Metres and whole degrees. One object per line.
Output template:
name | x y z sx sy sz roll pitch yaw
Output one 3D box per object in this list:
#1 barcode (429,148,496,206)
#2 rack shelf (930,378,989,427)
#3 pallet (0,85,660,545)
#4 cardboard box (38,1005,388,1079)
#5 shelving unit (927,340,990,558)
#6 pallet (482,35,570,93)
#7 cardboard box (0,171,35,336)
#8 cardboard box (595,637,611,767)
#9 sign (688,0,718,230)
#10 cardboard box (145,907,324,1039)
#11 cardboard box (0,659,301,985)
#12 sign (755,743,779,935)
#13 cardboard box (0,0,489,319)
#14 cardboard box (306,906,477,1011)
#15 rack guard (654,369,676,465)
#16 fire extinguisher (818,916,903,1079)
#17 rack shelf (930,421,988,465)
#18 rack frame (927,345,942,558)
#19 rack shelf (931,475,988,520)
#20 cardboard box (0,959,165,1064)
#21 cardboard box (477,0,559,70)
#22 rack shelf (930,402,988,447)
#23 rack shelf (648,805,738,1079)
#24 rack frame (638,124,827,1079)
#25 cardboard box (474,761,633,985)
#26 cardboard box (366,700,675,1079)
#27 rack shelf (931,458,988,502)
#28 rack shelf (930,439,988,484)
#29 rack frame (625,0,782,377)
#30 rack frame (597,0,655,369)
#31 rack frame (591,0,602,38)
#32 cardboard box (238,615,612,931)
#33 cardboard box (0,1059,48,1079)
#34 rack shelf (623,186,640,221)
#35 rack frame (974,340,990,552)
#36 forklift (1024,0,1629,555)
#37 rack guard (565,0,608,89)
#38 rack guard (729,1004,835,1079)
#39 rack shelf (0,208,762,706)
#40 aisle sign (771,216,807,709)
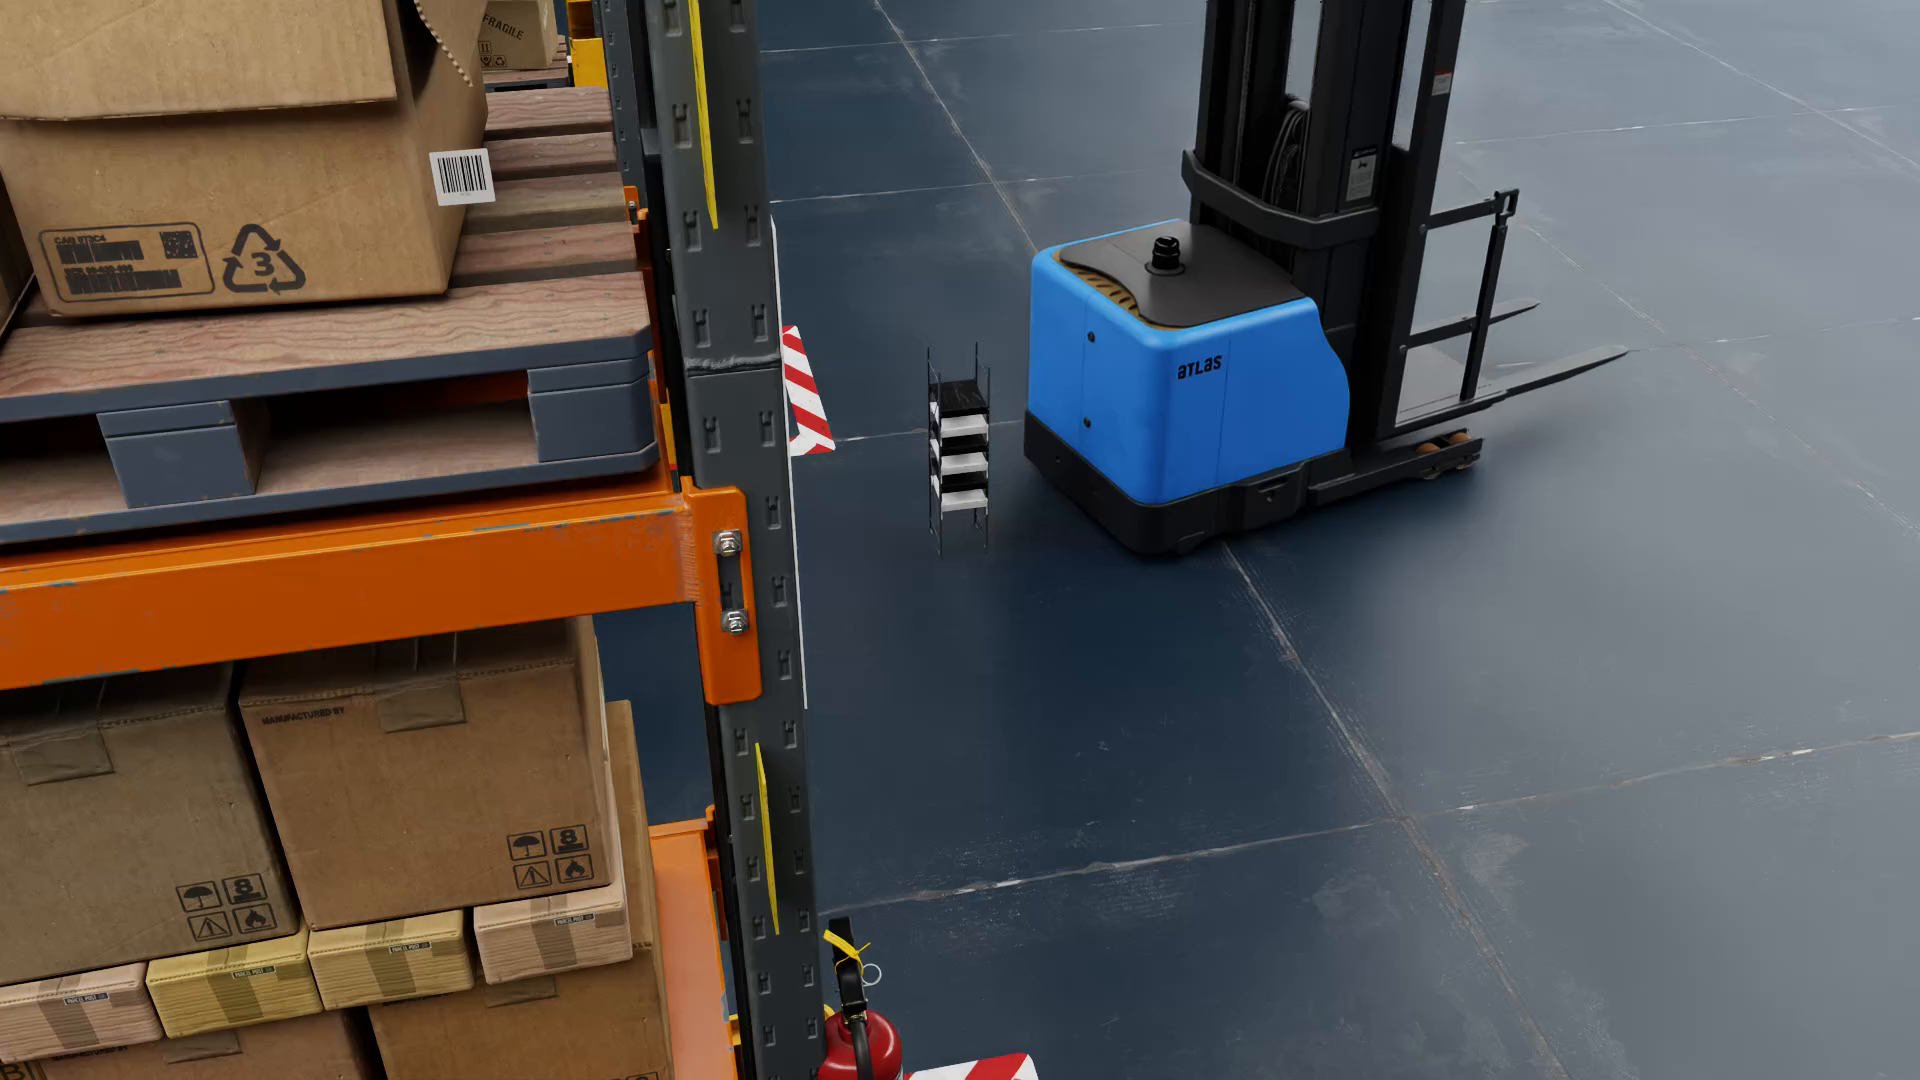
barcode | -0.596 -0.435 1.993 0.075 0.075 0.001 -7 35 -11
rack shelf | -0.008 -0.569 6.866 0.200 0.077 0.258 -7 35 -11
pallet | -1.104 -0.383 2.517 1.213 0.211 1.003 -7 35 -11
cardboard box | -1.378 0.829 3.234 0.500 0.500 0.700 -6 34 -9
shelving unit | -0.008 -0.373 6.998 0.210 0.900 0.258 -7 35 -11
pallet | -3.464 -3.384 12.103 1.213 0.211 1.003 -7 35 -11
cardboard box | -1.473 -0.378 2.062 0.500 0.250 0.500 -7 35 -11
cardboard box | -0.838 0.373 3.331 0.250 0.149 0.380 -7 35 -11
sign | -0.302 -0.531 1.934 0.005 0.325 0.100 -7 35 -11
cardboard box | -1.243 0.657 2.908 0.250 0.149 0.380 -8 35 -11
cardboard box | -1.430 0.297 2.862 0.500 0.500 0.700 -8 35 -12
sign | -0.302 0.470 2.606 0.005 0.325 0.100 -7 35 -11
cardboard box | -0.970 -0.700 2.314 0.637 0.503 0.797 -5 34 -7
cardboard box | -0.994 0.625 2.955 0.250 0.149 0.380 -6 34 -9
rack guard | -1.561 -0.867 8.094 0.348 0.500 1.175 -7 35 -11
fire extinguisher | -0.190 1.023 3.104 0.183 0.674 0.296 -7 35 -11
rack shelf | -0.008 -0.420 6.966 0.200 0.077 0.258 -7 35 -11
rack frame | -0.107 -0.360 6.979 0.006 0.900 0.240 -7 35 -11
rack shelf | -0.008 -0.196 7.117 0.200 0.077 0.258 -7 35 -11
cardboard box | -1.489 0.686 2.863 0.250 0.149 0.380 -7 34 -10
cardboard box | -3.203 -3.701 11.939 0.500 0.500 0.500 -1 34 -2
rack shelf | -0.008 -0.494 6.916 0.200 0.077 0.258 -7 35 -11
rack shelf | -2.359 1.297 3.271 4.000 0.370 1.077 -7 35 -11
rack frame | -0.408 0.753 3.437 0.127 3.000 1.000 -7 35 -11
cardboard box | -0.739 0.592 3.004 0.250 0.149 0.380 -8 35 -11
cardboard box | -0.866 0.761 3.334 0.500 0.500 0.700 -7 35 -11
rack shelf | -0.008 -0.270 7.066 0.200 0.077 0.258 -7 35 -11
rack shelf | -0.008 -0.345 7.016 0.200 0.077 0.258 -7 35 -11
rack frame | -0.408 -1.739 1.765 0.127 3.000 1.000 -7 35 -11
rack frame | -1.497 -1.940 7.449 0.127 3.000 1.000 -7 35 -11
rack frame | -2.590 -4.632 11.461 0.127 3.000 1.000 -7 35 -11
cardboard box | -0.918 0.229 2.962 0.500 0.500 0.700 -7 35 -10
cardboard box | -1.863 0.887 3.147 0.500 0.500 0.700 -7 34 -10
rack shelf | -3.448 -1.395 7.283 4.000 0.370 1.077 -7 35 -11
rack frame | 0.091 -0.385 7.016 0.006 0.900 0.240 -7 35 -11
forklift | 1.839 -1.736 7.206 3.031 2.935 1.130 -17 37 -23
rack guard | -2.664 -3.585 12.143 0.348 0.500 1.175 -7 35 -11
rack guard | -0.385 1.788 4.138 0.348 0.500 1.175 -7 35 -11
rack shelf | -2.359 0.052 2.435 4.000 0.370 1.077 -7 35 -11
aisle sign | -0.279 -0.175 2.486 0.004 0.787 0.394 -7 35 -11
